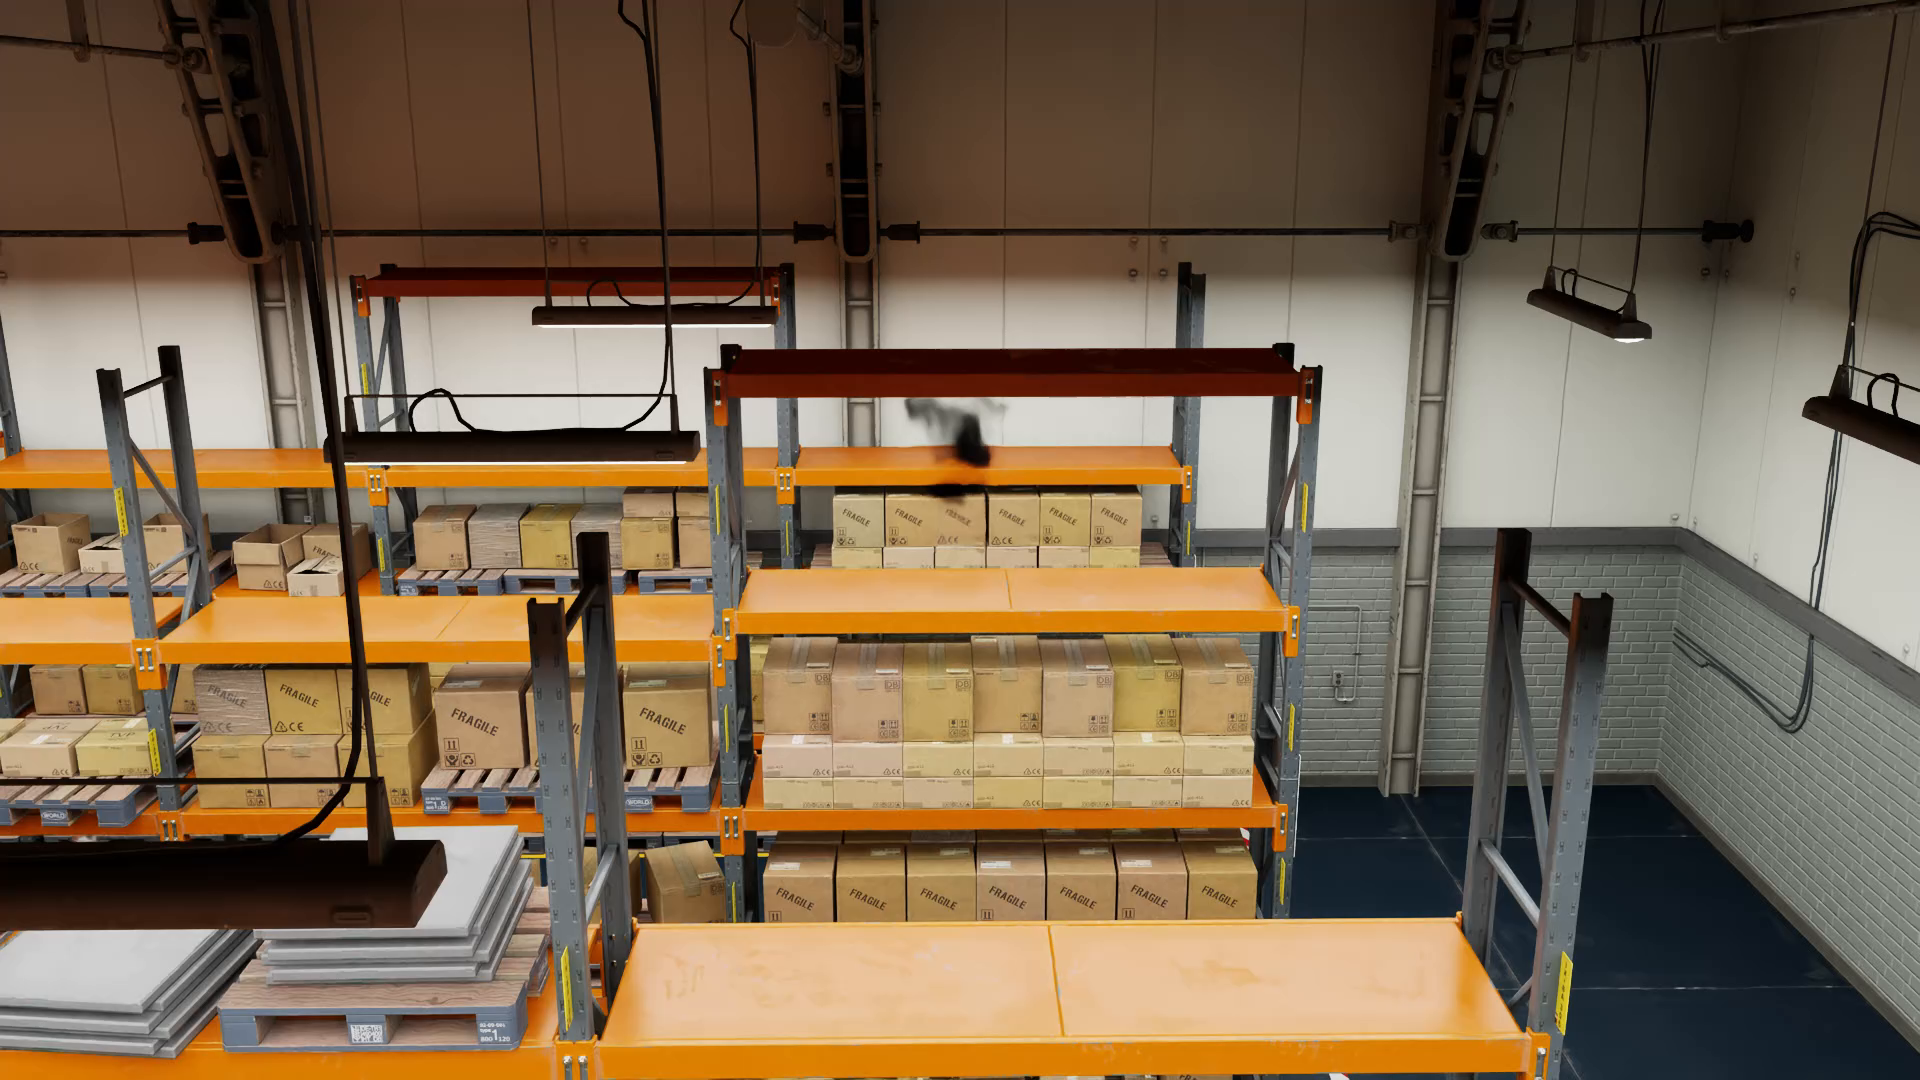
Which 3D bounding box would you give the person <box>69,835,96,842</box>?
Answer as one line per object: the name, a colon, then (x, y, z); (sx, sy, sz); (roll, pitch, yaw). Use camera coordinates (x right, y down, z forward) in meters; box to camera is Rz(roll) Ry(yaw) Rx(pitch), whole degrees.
person: (-7.833, 3.150, 14.780); (0.616, 1.656, 0.548); (-3, 16, -11)
